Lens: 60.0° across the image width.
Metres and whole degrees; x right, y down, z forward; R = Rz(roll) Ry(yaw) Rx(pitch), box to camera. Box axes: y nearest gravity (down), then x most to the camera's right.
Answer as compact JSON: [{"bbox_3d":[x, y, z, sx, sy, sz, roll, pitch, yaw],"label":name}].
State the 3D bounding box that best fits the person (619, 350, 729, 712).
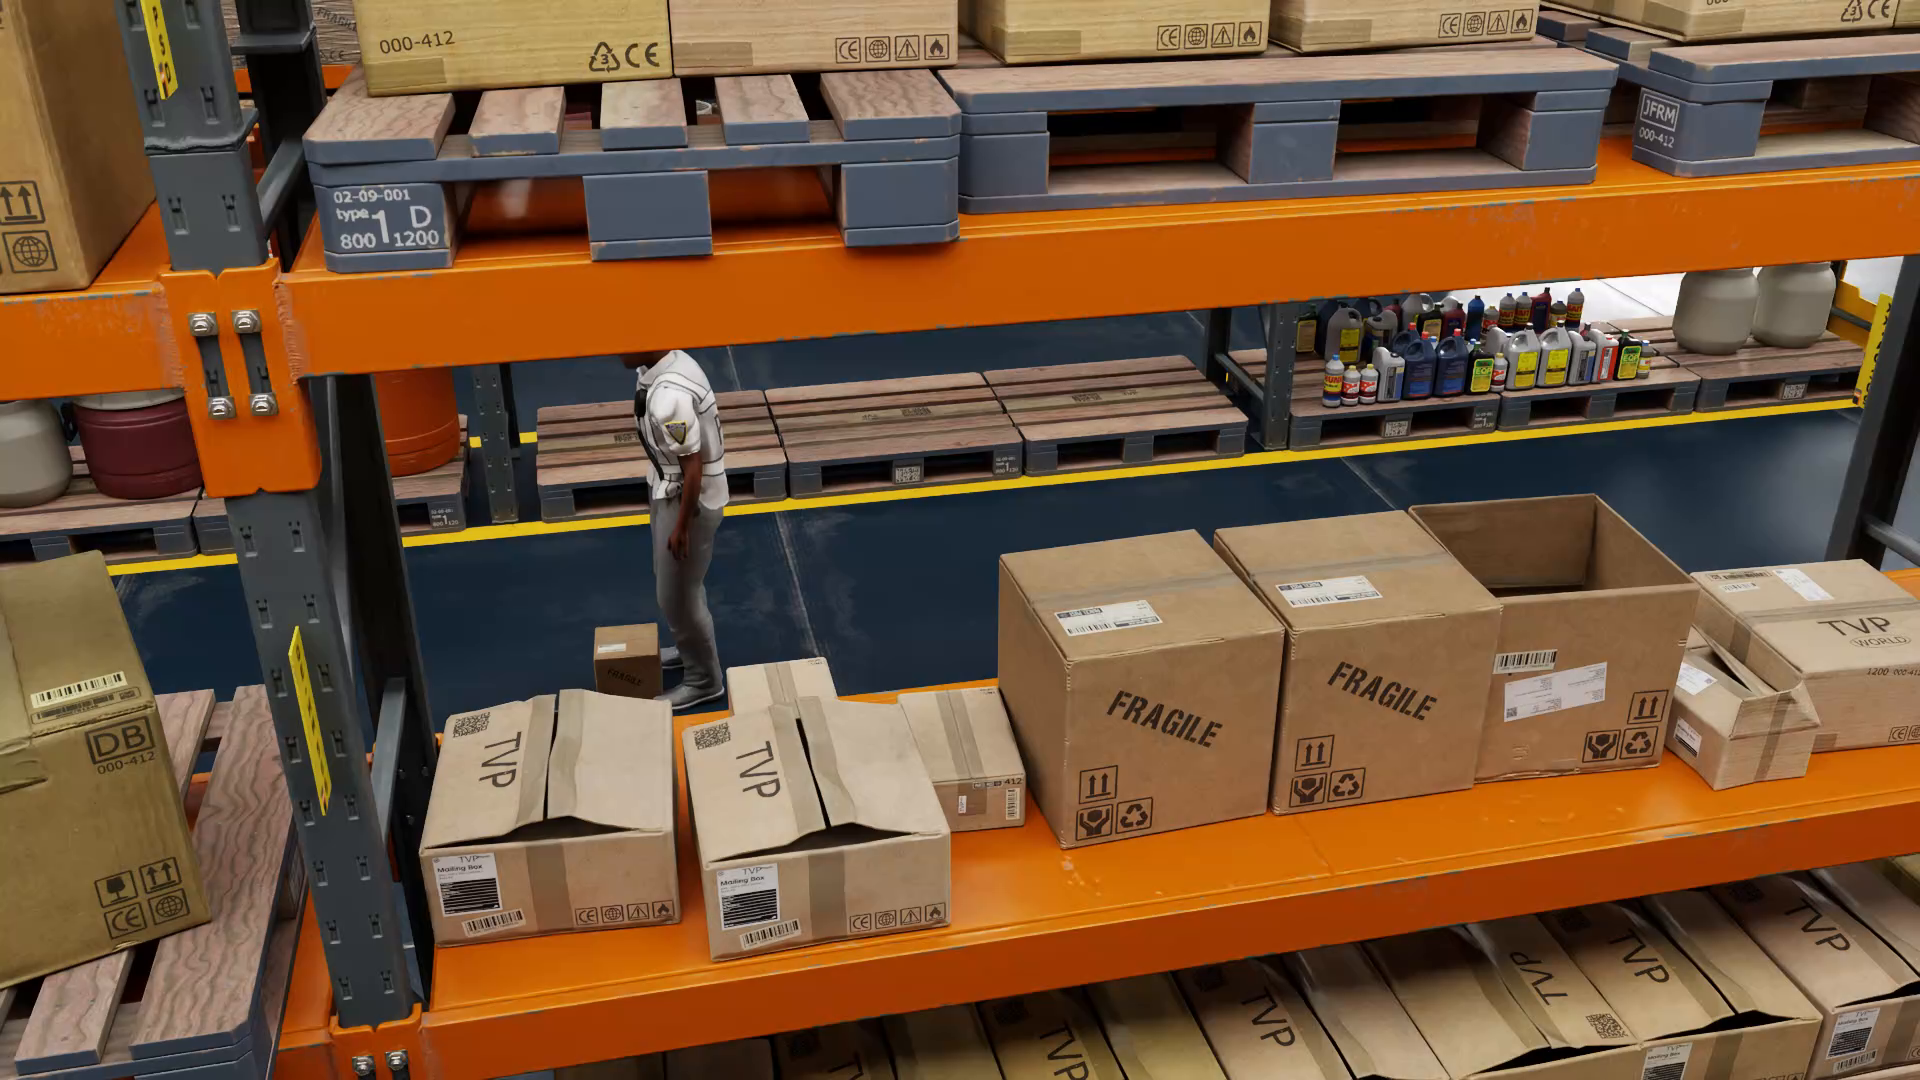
[{"bbox_3d":[-1.095,-0.144,6.402,0.396,1.658,0.527,-8,28,-15],"label":"person"}]
